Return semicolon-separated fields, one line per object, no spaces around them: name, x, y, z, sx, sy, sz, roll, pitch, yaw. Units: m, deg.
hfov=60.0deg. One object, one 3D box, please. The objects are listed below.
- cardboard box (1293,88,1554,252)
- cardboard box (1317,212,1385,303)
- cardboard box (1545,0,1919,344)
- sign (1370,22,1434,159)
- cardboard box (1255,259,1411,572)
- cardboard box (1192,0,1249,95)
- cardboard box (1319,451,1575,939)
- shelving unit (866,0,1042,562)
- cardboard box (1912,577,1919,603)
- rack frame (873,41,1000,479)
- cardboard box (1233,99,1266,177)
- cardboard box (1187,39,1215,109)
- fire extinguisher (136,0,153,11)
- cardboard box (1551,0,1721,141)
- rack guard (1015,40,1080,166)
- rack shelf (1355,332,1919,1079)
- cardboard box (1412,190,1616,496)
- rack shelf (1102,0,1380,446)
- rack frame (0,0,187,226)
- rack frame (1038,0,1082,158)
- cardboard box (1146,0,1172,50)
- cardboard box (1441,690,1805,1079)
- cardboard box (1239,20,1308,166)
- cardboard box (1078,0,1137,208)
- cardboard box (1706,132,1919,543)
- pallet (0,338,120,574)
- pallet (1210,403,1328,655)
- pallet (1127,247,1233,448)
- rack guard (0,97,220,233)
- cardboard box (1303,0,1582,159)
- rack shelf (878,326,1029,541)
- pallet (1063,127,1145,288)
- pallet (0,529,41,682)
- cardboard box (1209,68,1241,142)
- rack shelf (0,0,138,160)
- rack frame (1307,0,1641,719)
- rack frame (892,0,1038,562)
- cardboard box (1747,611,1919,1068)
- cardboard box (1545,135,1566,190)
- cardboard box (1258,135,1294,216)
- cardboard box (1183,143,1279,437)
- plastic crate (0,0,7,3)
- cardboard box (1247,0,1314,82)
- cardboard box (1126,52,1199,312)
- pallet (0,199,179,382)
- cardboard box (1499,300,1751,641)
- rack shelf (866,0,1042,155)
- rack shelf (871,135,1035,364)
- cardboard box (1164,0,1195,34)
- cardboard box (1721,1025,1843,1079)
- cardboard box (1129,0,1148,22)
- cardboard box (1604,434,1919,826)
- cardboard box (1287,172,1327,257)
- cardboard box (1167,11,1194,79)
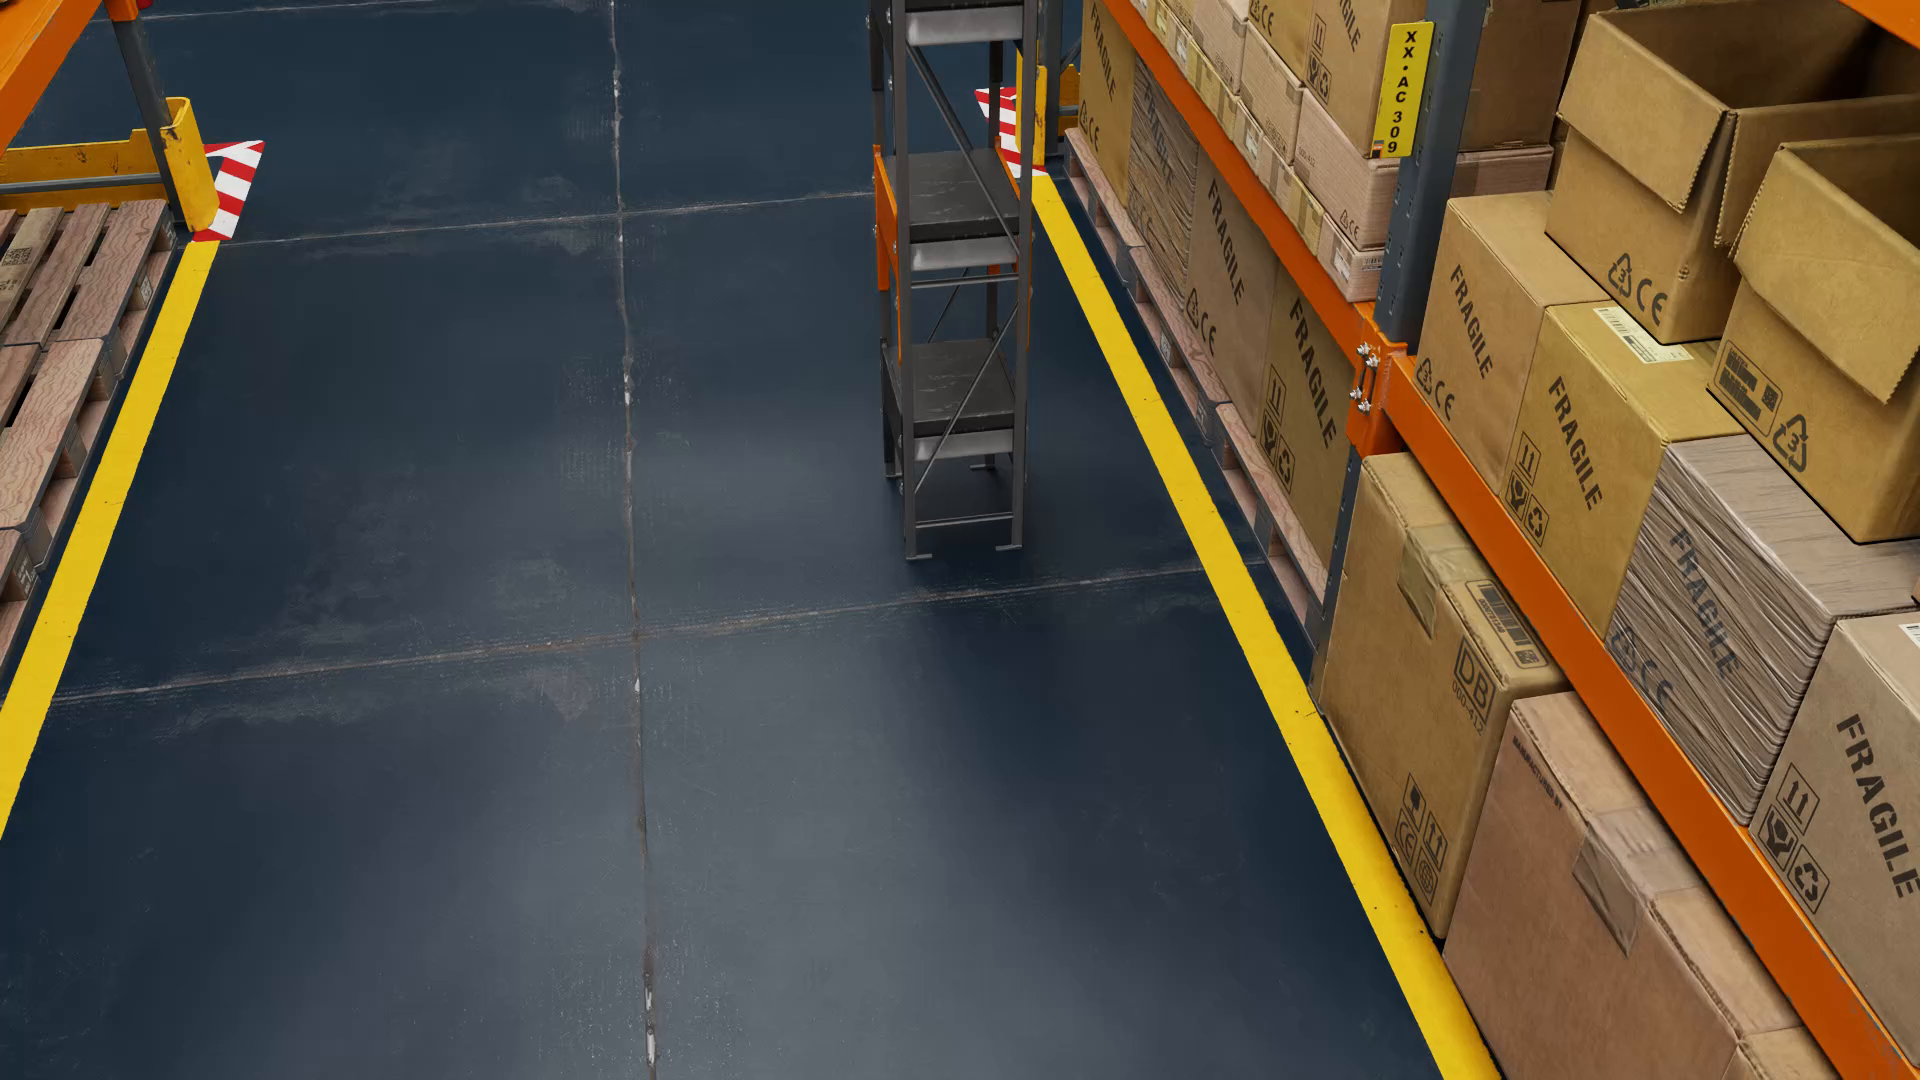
cardboard box;1.241;-1.030;4.511;0.500;0.250;0.500;-7;38;-9
cardboard box;1.201;-0.783;4.518;0.380;0.149;0.250;-6;38;-8
cardboard box;1.697;-0.784;3.415;0.797;0.503;0.637;-7;38;-9
sign;1.030;-1.046;3.881;0.100;0.325;0.005;-6;38;-8
cardboard box;1.540;-0.468;5.296;0.875;0.875;0.875;-6;38;-8
cardboard box;1.058;-1.651;5.310;0.500;0.250;0.500;-5;38;-7
cardboard box;1.708;0.324;4.277;1.225;0.875;0.875;-6;38;-8
shelving unit;-0.029;-0.929;5.235;0.431;2.100;0.503;-6;38;-8
cardboard box;1.930;0.005;2.399;0.797;0.503;0.637;-5;38;-6
rack frame;-0.072;-1.077;5.424;0.400;2.100;0.015;-6;38;-8
cardboard box;1.065;-1.249;5.118;0.380;0.149;0.250;-6;38;-7
cardboard box;0.975;-1.559;5.517;0.380;0.149;0.250;-7;38;-9
fire extinguisher;-3.580;-2.579;6.992;0.296;0.674;0.183;-6;38;-8
cardboard box;1.744;-1.405;4.382;0.500;0.500;0.500;-6;38;-8
rack guard;0.871;-2.177;8.145;1.175;0.500;0.348;-6;38;-8
rack shelf;1.927;0.759;2.915;1.077;0.370;4.000;-6;38;-8
cardboard box;1.411;-0.468;3.826;0.500;0.500;0.500;-6;38;-8
rack shelf;1.226;-1.657;6.025;1.077;0.370;4.000;-6;38;-8
rack frame;-4.001;-2.617;6.673;1.000;3.000;0.127;-6;38;-8
rack frame;0.875;-3.150;7.359;1.000;3.000;0.127;-6;38;-8
cardboard box;0.884;-1.872;5.919;0.380;0.149;0.250;-7;38;-9
cardboard box;1.866;0.864;3.583;1.225;0.875;0.875;-7;38;-10
cardboard box;1.148;-1.343;4.913;0.500;0.250;0.500;-5;38;-7
cardboard box;1.066;-2.098;7.396;0.875;0.875;0.875;-6;38;-8
cardboard box;1.805;-0.369;2.880;0.797;0.503;0.637;-6;38;-7
pallet;-3.684;-0.278;5.936;1.003;0.211;1.213;-6;38;-8
pallet;1.520;-0.100;5.707;1.003;0.211;1.213;-6;38;-8
pallet;1.303;-0.839;6.657;1.003;0.211;1.213;-6;38;-8
rack guard;-4.018;-1.643;7.457;1.175;0.500;0.348;-6;38;-8
cardboard box;1.233;-1.337;4.294;0.500;0.500;0.500;-5;38;-7
rack shelf;-0.029;-0.366;5.672;0.431;0.518;0.480;-6;38;-8
pallet;1.092;-1.574;7.604;1.003;0.211;1.213;-6;38;-8
pallet;-3.467;0.460;4.985;1.003;0.211;1.213;-6;38;-8
cardboard box;1.020;-1.405;5.318;0.380;0.149;0.250;-6;38;-7
rack shelf;-3.650;-1.125;5.339;1.077;0.370;4.000;-6;38;-8
rack frame;1.576;-0.734;4.249;1.000;3.000;0.127;-6;38;-8
rack frame;0.014;-0.782;5.045;0.400;2.100;0.015;-6;38;-8
cardboard box;1.683;0.449;2.646;0.500;0.500;0.500;-6;38;-7
cardboard box;1.752;-1.104;4.606;0.500;0.250;0.500;-7;38;-9
cardboard box;1.110;-1.094;4.918;0.380;0.149;0.250;-7;38;-9
cardboard box;1.382;-1.011;5.996;0.875;0.875;0.875;-6;38;-8
plastic crate;-3.680;-2.063;6.127;0.396;0.136;0.243;-6;38;-8
cardboard box;1.149;-1.640;4.684;0.500;0.500;0.500;-6;38;-7
cardboard box;1.226;-1.549;6.688;0.875;0.875;0.875;-6;38;-8
pallet;-3.895;-1.013;6.882;1.003;0.211;1.213;-6;38;-8
cardboard box;1.500;-0.165;3.436;0.500;0.500;0.500;-6;38;-8
rack shelf;-0.029;-1.471;4.813;0.431;0.518;0.480;-6;38;-8
rack shelf;-0.029;-0.918;5.243;0.431;0.518;0.480;-6;38;-8
cardboard box;0.972;-1.957;5.704;0.500;0.250;0.500;-7;38;-9
cardboard box;2.029;1.397;2.896;1.225;0.875;0.875;-6;38;-8
cardboard box;0.840;-2.024;6.115;0.380;0.149;0.250;-7;38;-8
cardboard box;1.587;0.138;3.046;0.500;0.500;0.500;-7;38;-9
cardboard box;1.155;-0.939;4.719;0.380;0.149;0.250;-6;38;-7
cardboard box;0.931;-1.713;5.715;0.380;0.149;0.250;-6;38;-7
